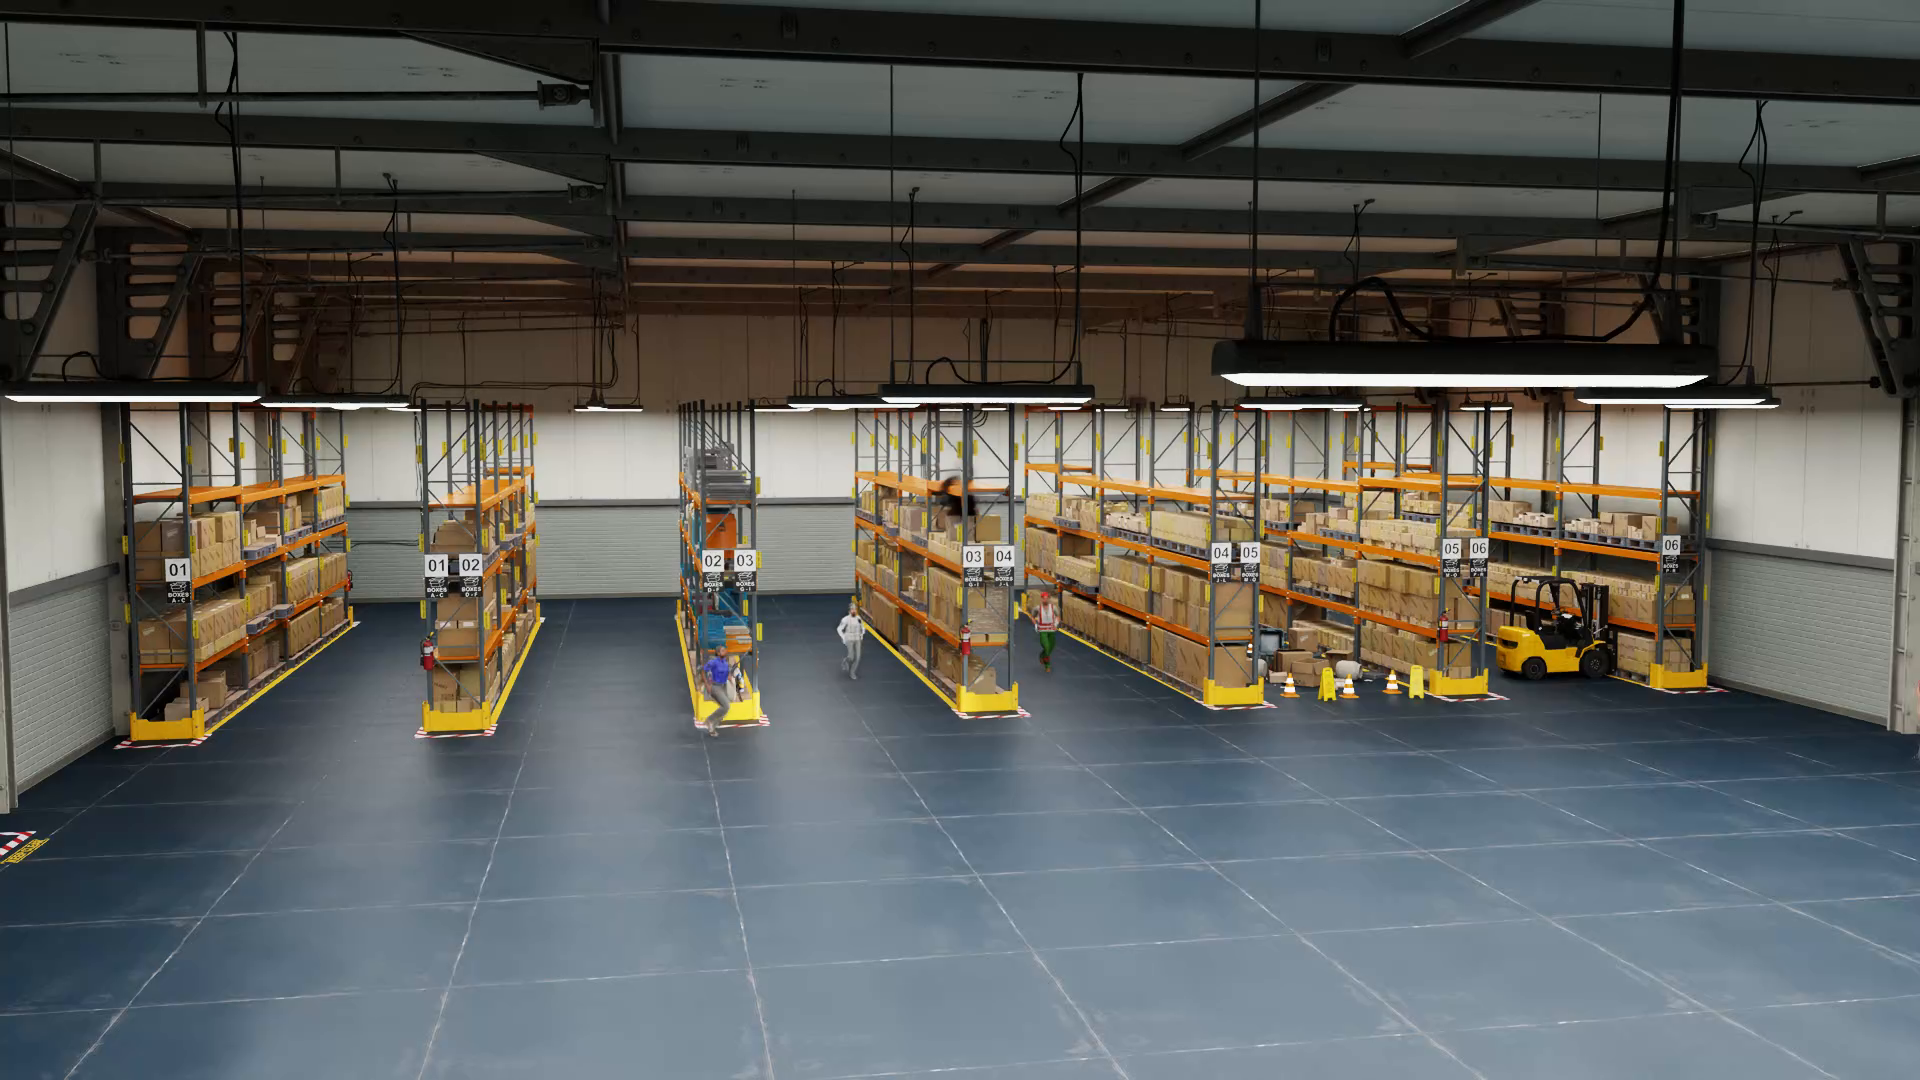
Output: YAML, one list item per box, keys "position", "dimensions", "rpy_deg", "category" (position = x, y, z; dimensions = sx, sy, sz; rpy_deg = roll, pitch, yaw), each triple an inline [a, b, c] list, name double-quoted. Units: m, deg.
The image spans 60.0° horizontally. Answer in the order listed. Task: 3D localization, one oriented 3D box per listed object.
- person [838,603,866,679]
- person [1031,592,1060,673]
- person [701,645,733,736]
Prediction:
- position: [-2.329, 2.184, 36.112]
  dimensions: [0.616, 1.660, 0.554]
  rpy_deg: [-2, 5, -24]
  category: "person"
- position: [1.921, 2.049, 37.102]
  dimensions: [0.647, 1.778, 0.803]
  rpy_deg: [-1, 4, -12]
  category: "person"
- position: [-4.266, 2.696, 29.716]
  dimensions: [0.528, 1.614, 0.580]
  rpy_deg: [2, 5, 23]
  category: "person"
